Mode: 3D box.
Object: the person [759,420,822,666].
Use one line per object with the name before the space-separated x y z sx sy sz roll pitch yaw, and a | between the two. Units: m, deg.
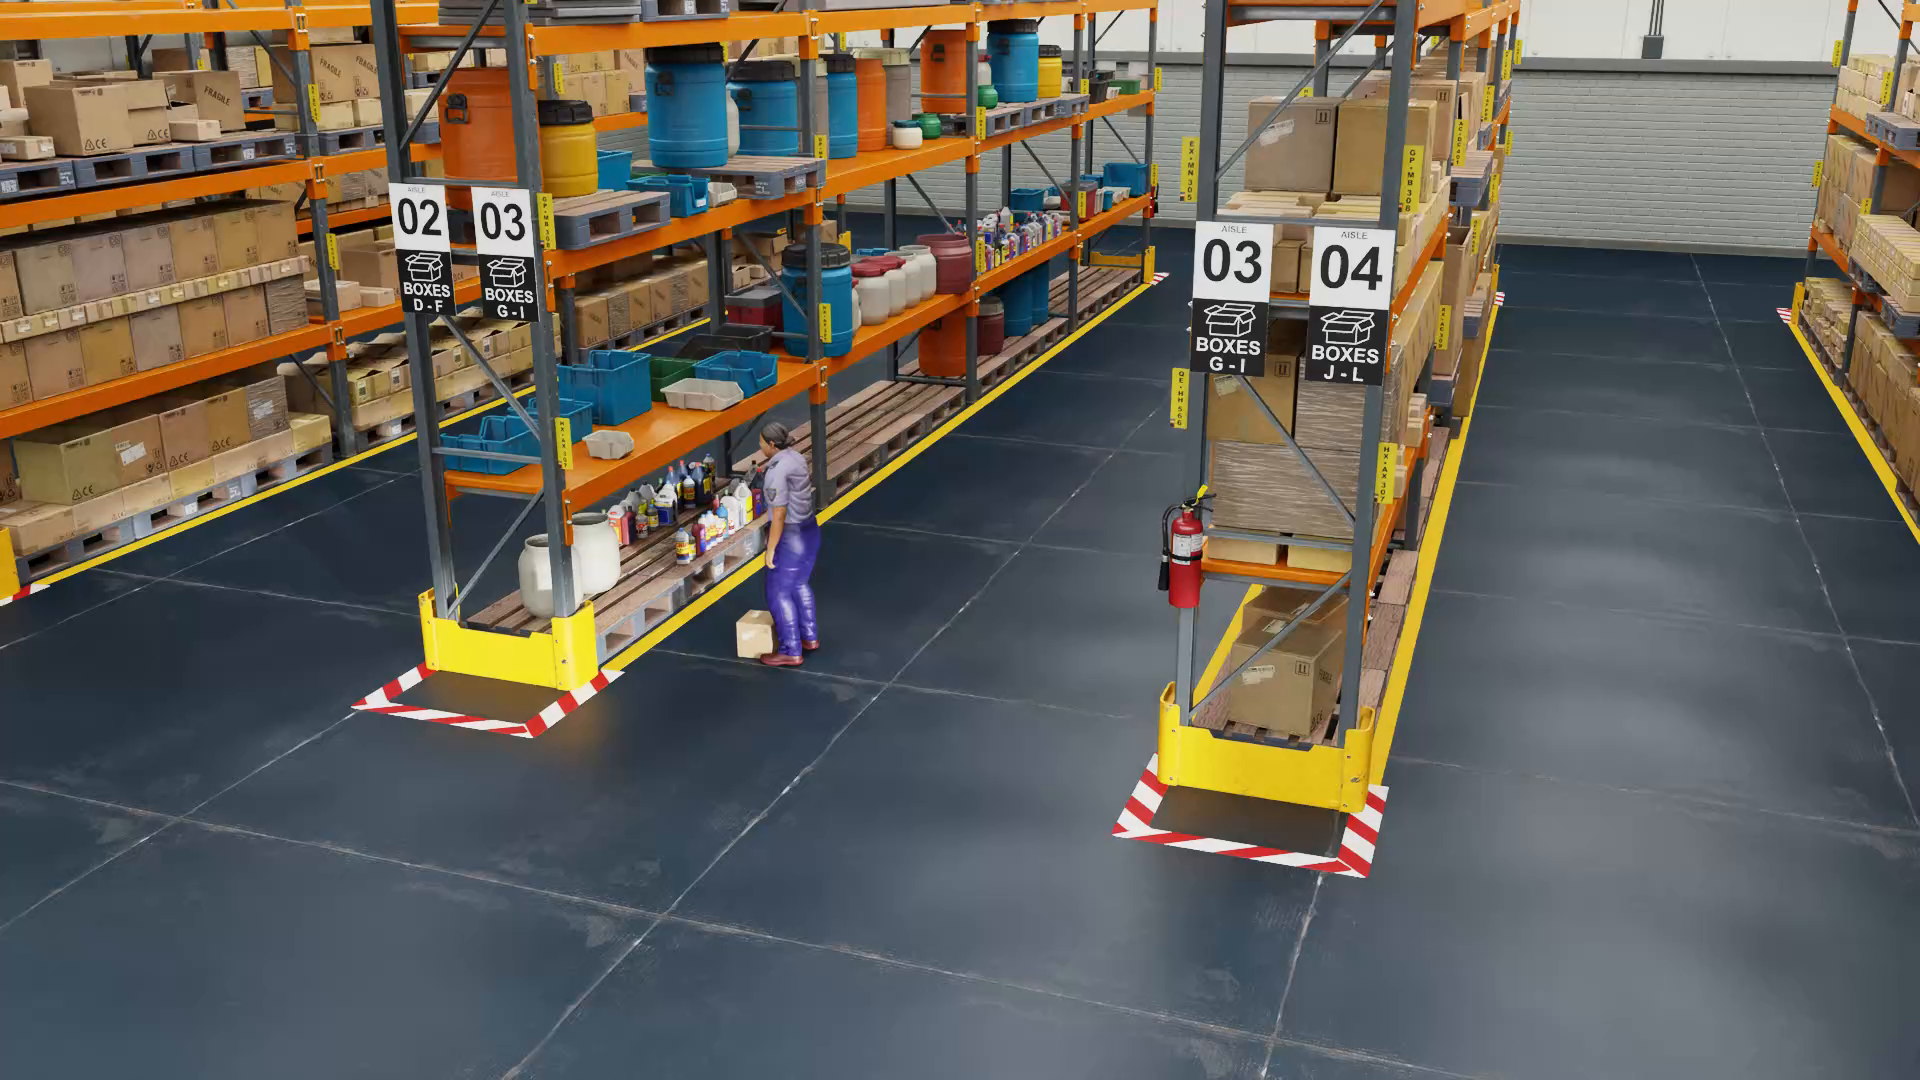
person | -1.132 0.013 11.058 0.367 1.637 0.543 6 20 18
